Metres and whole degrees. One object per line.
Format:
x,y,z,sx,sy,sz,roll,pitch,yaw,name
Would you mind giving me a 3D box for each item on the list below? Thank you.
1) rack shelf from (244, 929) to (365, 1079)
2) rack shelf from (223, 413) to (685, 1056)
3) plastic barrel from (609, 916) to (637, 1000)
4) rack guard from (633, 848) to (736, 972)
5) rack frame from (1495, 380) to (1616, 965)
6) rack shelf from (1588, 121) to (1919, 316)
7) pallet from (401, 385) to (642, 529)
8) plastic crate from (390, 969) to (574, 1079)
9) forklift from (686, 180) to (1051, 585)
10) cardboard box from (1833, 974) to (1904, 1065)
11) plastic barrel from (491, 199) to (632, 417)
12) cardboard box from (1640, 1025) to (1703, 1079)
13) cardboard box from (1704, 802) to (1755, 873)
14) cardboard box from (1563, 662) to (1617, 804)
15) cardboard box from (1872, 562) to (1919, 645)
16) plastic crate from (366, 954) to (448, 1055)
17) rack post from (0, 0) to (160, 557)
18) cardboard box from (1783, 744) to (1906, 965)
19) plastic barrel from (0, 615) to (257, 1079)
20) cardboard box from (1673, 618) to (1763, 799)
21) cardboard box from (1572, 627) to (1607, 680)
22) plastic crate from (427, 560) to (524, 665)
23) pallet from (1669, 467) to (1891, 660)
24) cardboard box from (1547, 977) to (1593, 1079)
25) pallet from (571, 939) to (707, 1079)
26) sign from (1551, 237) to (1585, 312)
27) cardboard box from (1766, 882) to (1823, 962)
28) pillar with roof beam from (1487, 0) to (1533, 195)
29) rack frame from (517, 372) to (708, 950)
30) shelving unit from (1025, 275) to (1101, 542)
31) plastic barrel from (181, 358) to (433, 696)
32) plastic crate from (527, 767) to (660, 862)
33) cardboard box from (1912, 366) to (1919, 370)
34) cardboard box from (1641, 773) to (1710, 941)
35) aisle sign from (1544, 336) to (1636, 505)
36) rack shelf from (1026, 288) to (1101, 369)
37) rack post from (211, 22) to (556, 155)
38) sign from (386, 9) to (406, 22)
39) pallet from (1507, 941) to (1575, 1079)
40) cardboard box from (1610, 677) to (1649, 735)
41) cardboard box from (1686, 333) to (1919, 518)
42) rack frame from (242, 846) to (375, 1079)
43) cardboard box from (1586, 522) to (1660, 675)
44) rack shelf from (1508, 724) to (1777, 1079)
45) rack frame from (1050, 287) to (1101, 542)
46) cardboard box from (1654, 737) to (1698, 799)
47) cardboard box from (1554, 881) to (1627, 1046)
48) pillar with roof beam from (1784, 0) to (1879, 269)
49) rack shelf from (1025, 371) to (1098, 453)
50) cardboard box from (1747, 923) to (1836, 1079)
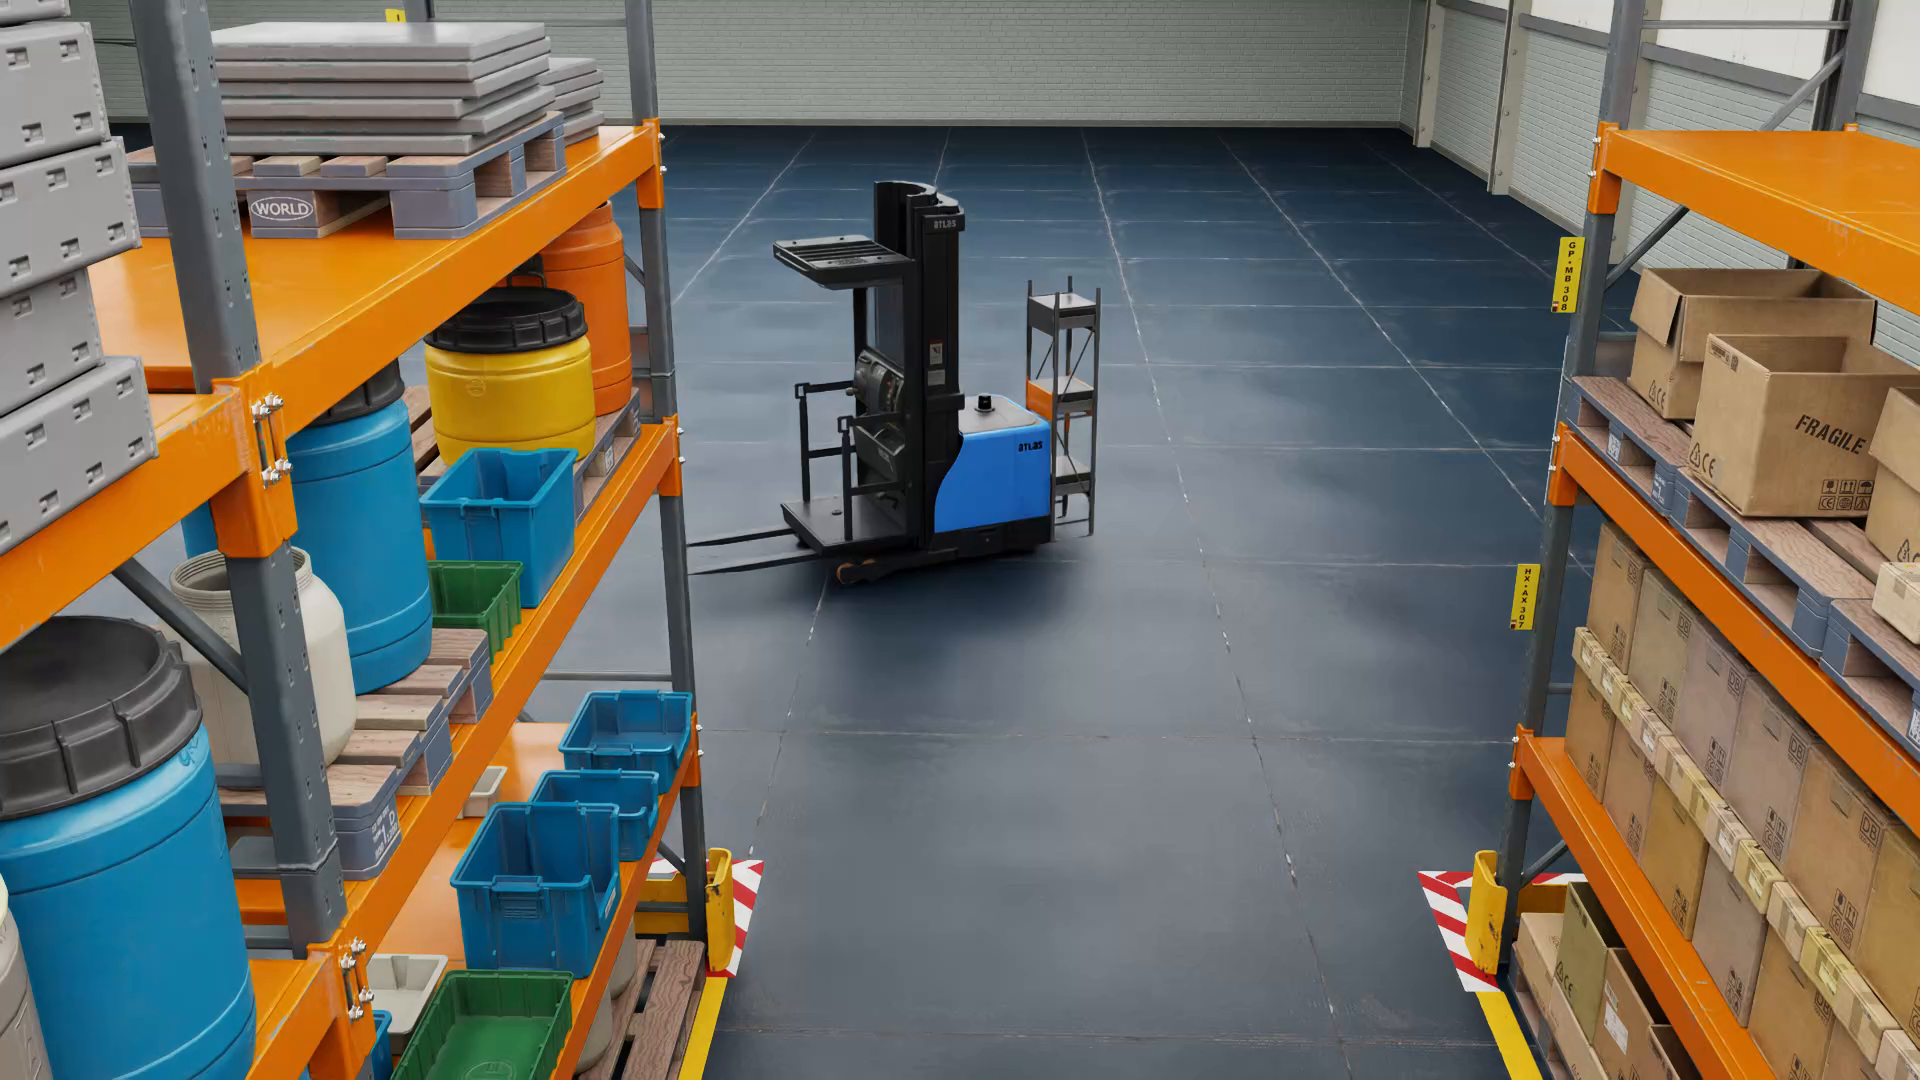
-1.966,1.763,1.980,1.077,0.370,4.000,1,21,2,rack shelf
-1.844,0.317,5.707,1.077,0.370,4.000,1,21,2,rack shelf
-1.727,1.859,7.742,0.421,0.512,0.421,0,21,0,plastic barrel
-1.739,1.850,8.363,1.175,0.500,0.348,1,21,2,rack guard
3.167,0.712,7.839,1.000,3.000,0.127,1,21,2,rack frame
3.107,-0.839,5.093,1.077,0.370,4.000,1,21,2,rack shelf
-1.906,-0.356,6.707,1.003,0.211,1.213,1,21,2,pallet
-1.582,1.714,5.551,0.450,0.188,0.662,1,21,2,plastic crate
-0.819,-1.234,12.952,3.031,2.935,1.130,-9,23,-22,forklift
2.862,1.430,4.955,0.380,0.149,0.250,1,21,2,cardboard box
-1.671,-0.961,6.831,0.600,0.830,0.708,1,21,2,plastic barrel
2.881,2.183,6.234,0.500,0.500,0.500,1,21,2,cardboard box
2.893,1.059,5.912,0.380,0.149,0.250,1,21,2,cardboard box
3.141,0.835,7.387,0.700,0.500,0.500,1,21,2,cardboard box
2.809,0.177,4.645,0.380,0.149,0.250,1,21,2,cardboard box
-2.109,1.636,5.824,0.530,0.136,0.437,1,21,2,plastic crate
-1.879,-0.074,1.297,1.013,1.000,3.121,1,21,2,rack post
3.083,0.983,5.210,0.700,0.500,0.500,1,21,2,cardboard box
-1.704,0.657,3.143,0.600,0.901,0.708,1,21,2,plastic barrel
3.114,0.621,6.143,0.700,0.500,0.500,1,21,2,cardboard box
2.940,0.503,7.344,0.380,0.149,0.250,0,21,1,cardboard box
-1.585,0.236,5.214,0.336,0.188,0.450,1,21,2,plastic crate
3.086,0.053,5.515,1.003,0.211,1.213,1,21,2,pallet
2.917,2.171,7.301,0.500,0.250,0.500,1,21,2,cardboard box
-1.769,2.278,7.659,1.003,0.211,1.213,1,21,2,pallet
2.613,-1.139,7.146,0.100,0.325,0.005,1,21,2,sign
2.880,1.250,5.419,0.380,0.149,0.250,1,21,3,cardboard box
5.389,-10.494,28.427,9.100,9.000,0.400,1,21,2,pillar with roof beam
-1.783,0.657,7.983,1.000,3.000,0.127,1,21,2,rack frame
0.831,-1.072,13.683,0.431,2.100,0.503,-9,23,-22,shelving unit
-1.768,-0.084,4.471,0.600,0.901,0.708,1,21,2,plastic barrel
-1.525,1.145,6.930,0.499,0.251,0.408,1,21,2,plastic crate
3.396,-0.458,6.142,0.500,0.250,0.500,1,21,2,cardboard box
3.108,1.204,6.435,0.700,0.500,0.500,1,21,2,cardboard box
2.863,-0.527,7.439,0.394,0.787,0.004,1,21,2,aisle sign
0.831,-1.712,13.435,0.431,0.518,0.480,-9,23,-22,rack shelf
-1.811,-1.404,5.105,0.937,0.300,0.954,0,21,1,rack post
-2.333,-2.050,6.956,0.100,0.325,0.005,1,21,2,sign
3.186,2.289,7.630,1.003,0.211,1.213,1,21,2,pallet
2.926,0.689,6.866,0.380,0.149,0.250,1,21,2,cardboard box
2.844,-0.396,5.638,0.500,0.500,0.500,1,21,2,cardboard box
-1.905,2.103,4.256,1.000,3.000,0.127,1,21,2,rack frame
3.139,0.249,7.103,0.700,0.500,0.500,1,21,2,cardboard box
3.107,1.771,6.106,1.077,0.370,4.000,1,21,2,rack shelf
0.930,-0.992,13.475,0.400,2.100,0.015,-9,23,-22,rack frame
2.911,0.876,6.382,0.380,0.149,0.250,0,21,0,cardboard box
2.916,1.821,7.166,0.500,0.500,0.500,1,21,2,cardboard box
5.024,-6.155,17.245,9.100,9.000,0.400,1,21,2,pillar with roof beam
0.831,-1.059,13.688,0.431,0.518,0.480,-9,23,-22,rack shelf
3.082,1.579,5.467,0.700,0.500,0.500,1,21,2,cardboard box
